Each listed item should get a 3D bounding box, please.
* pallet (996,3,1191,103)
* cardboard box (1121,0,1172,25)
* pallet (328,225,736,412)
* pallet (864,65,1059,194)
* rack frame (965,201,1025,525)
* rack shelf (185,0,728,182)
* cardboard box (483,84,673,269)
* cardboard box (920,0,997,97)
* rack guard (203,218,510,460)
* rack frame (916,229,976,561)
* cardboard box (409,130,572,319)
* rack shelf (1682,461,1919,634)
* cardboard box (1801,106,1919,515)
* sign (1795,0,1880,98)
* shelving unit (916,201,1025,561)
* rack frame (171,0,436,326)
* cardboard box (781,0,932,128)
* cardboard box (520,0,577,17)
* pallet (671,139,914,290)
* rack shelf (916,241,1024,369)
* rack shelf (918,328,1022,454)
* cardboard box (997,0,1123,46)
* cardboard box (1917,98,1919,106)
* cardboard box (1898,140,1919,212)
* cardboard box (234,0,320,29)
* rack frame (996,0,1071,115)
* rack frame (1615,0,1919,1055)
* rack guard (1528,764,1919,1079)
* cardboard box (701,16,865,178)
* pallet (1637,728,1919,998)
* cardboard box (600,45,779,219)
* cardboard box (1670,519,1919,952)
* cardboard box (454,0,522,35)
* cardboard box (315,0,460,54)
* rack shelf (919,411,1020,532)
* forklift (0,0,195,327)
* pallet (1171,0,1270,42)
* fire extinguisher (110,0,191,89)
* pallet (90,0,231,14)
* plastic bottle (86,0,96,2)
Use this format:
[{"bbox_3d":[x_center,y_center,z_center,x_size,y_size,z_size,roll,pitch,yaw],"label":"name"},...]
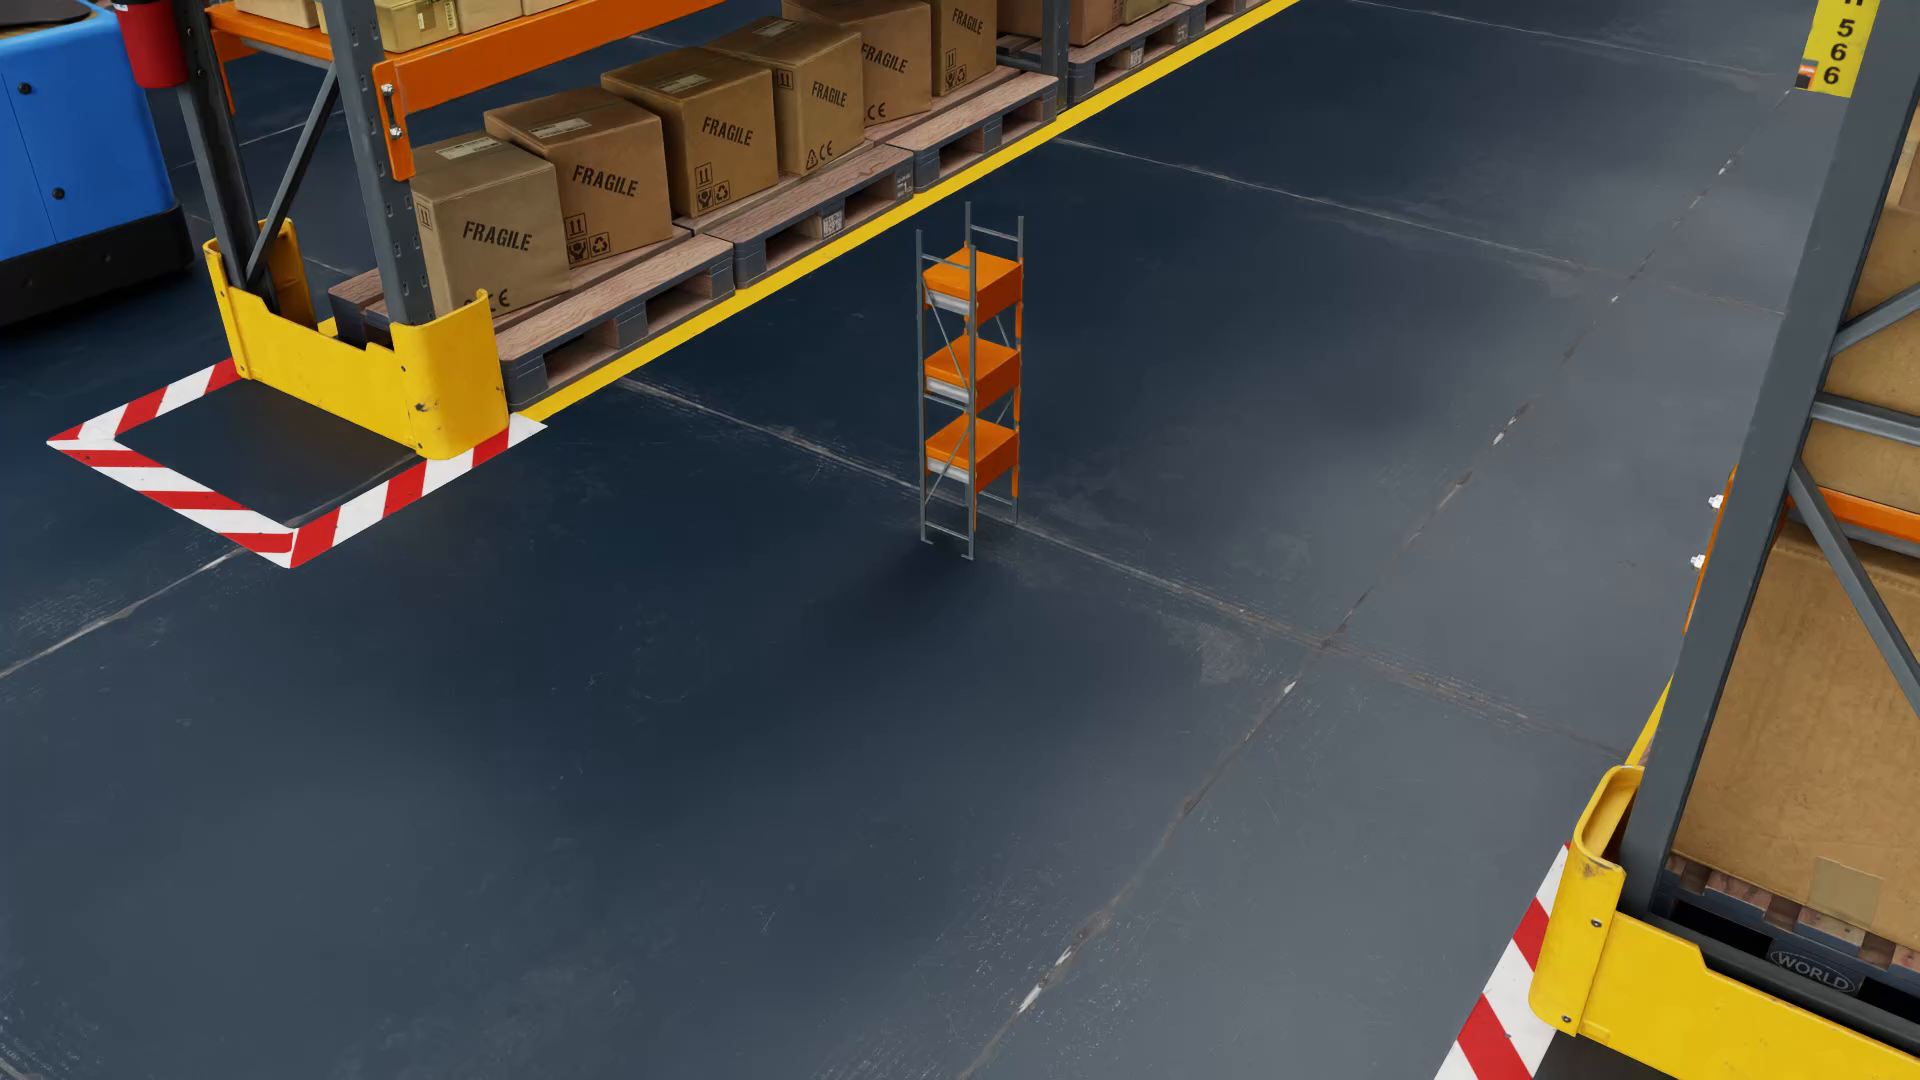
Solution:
[{"bbox_3d":[0.544,-2.773,9.163,1.003,0.211,1.213,21,39,28],"label":"pallet"},{"bbox_3d":[0.756,-3.206,9.151,0.700,0.500,0.500,21,39,28],"label":"cardboard box"},{"bbox_3d":[-1.644,-0.971,6.498,1.003,0.211,1.213,21,39,28],"label":"pallet"},{"bbox_3d":[-0.253,-2.094,8.159,1.003,0.211,1.213,21,39,28],"label":"pallet"},{"bbox_3d":[0.100,-0.516,5.075,0.200,1.050,0.008,21,39,28],"label":"rack frame"},{"bbox_3d":[-1.039,-2.351,6.692,1.077,0.370,4.000,21,39,28],"label":"rack shelf"},{"bbox_3d":[-1.497,-1.436,6.552,0.500,0.500,0.500,-25,41,-32],"label":"cardboard box"},{"bbox_3d":[-0.160,-2.537,8.180,0.500,0.500,0.500,20,39,27],"label":"cardboard box"},{"bbox_3d":[-2.137,-0.729,5.881,1.175,0.500,0.348,21,39,28],"label":"rack guard"},{"bbox_3d":[-0.039,-0.403,4.909,0.200,1.050,0.008,21,39,28],"label":"rack frame"},{"bbox_3d":[-1.810,-1.150,6.129,0.500,0.500,0.500,-29,43,-35],"label":"cardboard box"},{"bbox_3d":[2.978,-0.721,4.280,1.077,0.370,4.000,21,39,28],"label":"rack shelf"},{"bbox_3d":[2.012,-0.346,2.949,0.875,0.550,0.550,21,39,28],"label":"cardboard box"},{"bbox_3d":[1.399,-0.856,2.593,0.100,0.325,0.005,21,39,28],"label":"sign"},{"bbox_3d":[0.031,-0.460,4.992,0.215,1.050,0.252,21,39,28],"label":"shelving unit"},{"bbox_3d":[-2.180,-1.729,5.129,1.000,3.000,0.127,21,39,28],"label":"rack frame"},{"bbox_3d":[-0.480,-2.271,7.787,0.500,0.500,0.500,-23,40,-30],"label":"cardboard box"},{"bbox_3d":[-1.508,-1.899,5.605,0.380,0.149,0.250,21,39,28],"label":"cardboard box"},{"bbox_3d":[-0.948,-1.531,7.325,1.003,0.211,1.213,21,39,28],"label":"pallet"},{"bbox_3d":[0.031,-0.686,4.839,0.215,0.259,0.240,21,39,28],"label":"rack shelf"},{"bbox_3d":[0.031,-0.451,4.998,0.215,0.259,0.240,21,39,28],"label":"rack shelf"},{"bbox_3d":[0.469,-2.992,8.836,0.700,0.500,0.500,18,38,25],"label":"cardboard box"},{"bbox_3d":[2.318,-1.049,3.025,0.875,0.550,0.550,21,39,28],"label":"cardboard box"},{"bbox_3d":[2.081,-0.766,2.607,0.875,0.550,0.550,21,39,28],"label":"cardboard box"},{"bbox_3d":[-2.187,-1.822,5.491,0.380,0.149,0.250,21,39,28],"label":"cardboard box"},{"bbox_3d":[0.101,-3.570,7.851,1.000,3.000,0.127,21,39,28],"label":"rack frame"},{"bbox_3d":[1.837,-0.098,2.718,1.000,3.000,0.127,21,39,28],"label":"rack frame"},{"bbox_3d":[1.824,0.948,3.401,1.175,0.500,0.348,21,39,28],"label":"rack guard"},{"bbox_3d":[-0.770,-1.960,7.327,0.500,0.500,0.500,18,38,24],"label":"cardboard box"},{"bbox_3d":[2.229,0.664,4.080,1.003,0.211,1.213,21,39,28],"label":"pallet"},{"bbox_3d":[-1.125,-1.718,6.969,0.500,0.500,0.500,25,42,32],"label":"cardboard box"},{"bbox_3d":[2.170,0.275,3.688,0.875,0.875,0.875,21,40,28],"label":"cardboard box"},{"bbox_3d":[-1.663,-1.789,5.442,0.380,0.149,0.250,21,39,28],"label":"cardboard box"},{"bbox_3d":[-1.821,-1.680,5.281,0.380,0.149,0.250,21,39,28],"label":"cardboard box"},{"bbox_3d":[0.031,-0.221,5.154,0.215,0.259,0.240,21,39,28],"label":"rack shelf"},{"bbox_3d":[-4.571,-2.653,6.557,3.031,2.935,1.130,27,42,34],"label":"forklift"},{"bbox_3d":[1.239,-3.337,9.996,1.003,0.211,1.213,21,39,28],"label":"pallet"},{"bbox_3d":[-2.624,-1.791,5.290,0.296,0.674,0.183,21,39,28],"label":"fire extinguisher"},{"bbox_3d":[-5.080,-3.137,9.701,1.003,0.211,1.213,21,39,28],"label":"pallet"},{"bbox_3d":[-4.900,-3.117,9.286,0.097,0.201,0.097,0,34,0],"label":"plastic bottle"}]
